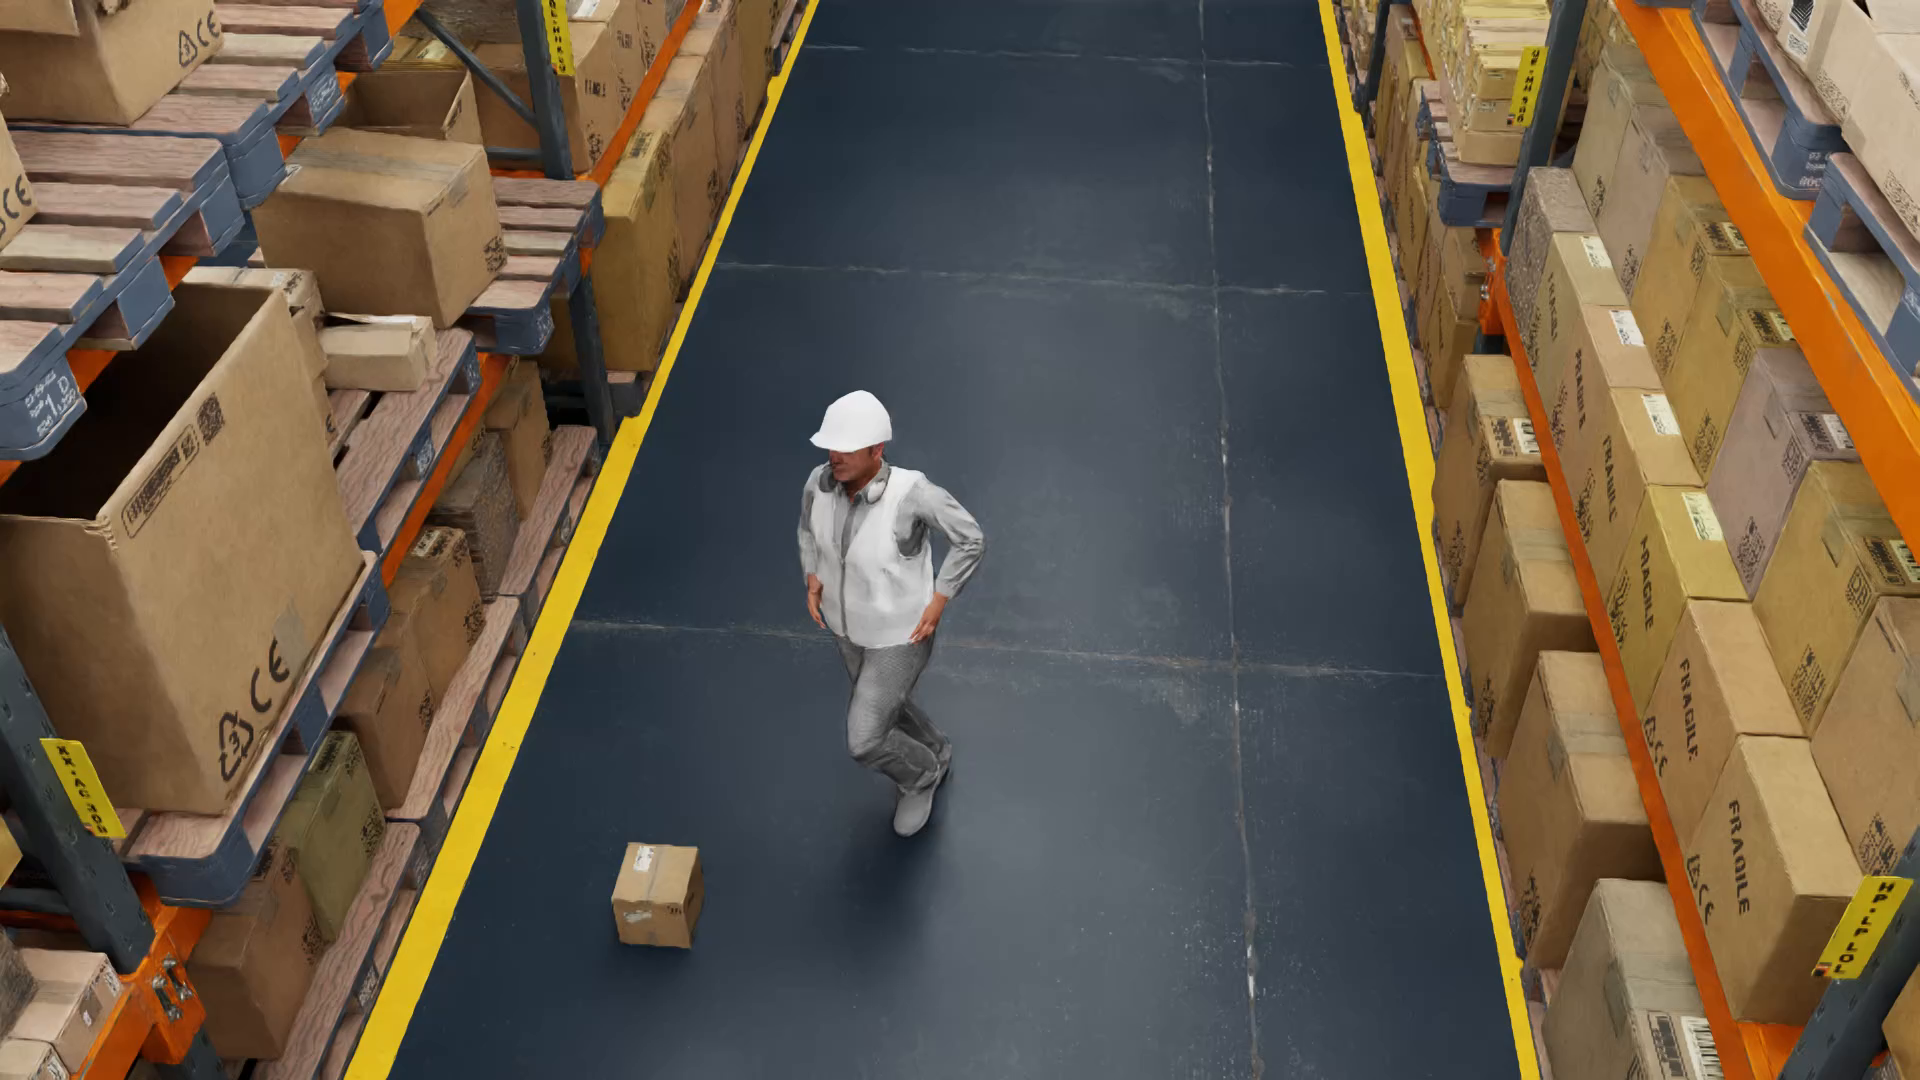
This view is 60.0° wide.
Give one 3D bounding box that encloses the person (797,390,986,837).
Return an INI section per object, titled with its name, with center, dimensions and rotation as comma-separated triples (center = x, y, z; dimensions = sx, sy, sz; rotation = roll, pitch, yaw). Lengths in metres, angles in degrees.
[person]
center = -0.324, 0.265, 5.848
dimensions = 0.658, 1.740, 0.585
rotation = 28, 47, 29
